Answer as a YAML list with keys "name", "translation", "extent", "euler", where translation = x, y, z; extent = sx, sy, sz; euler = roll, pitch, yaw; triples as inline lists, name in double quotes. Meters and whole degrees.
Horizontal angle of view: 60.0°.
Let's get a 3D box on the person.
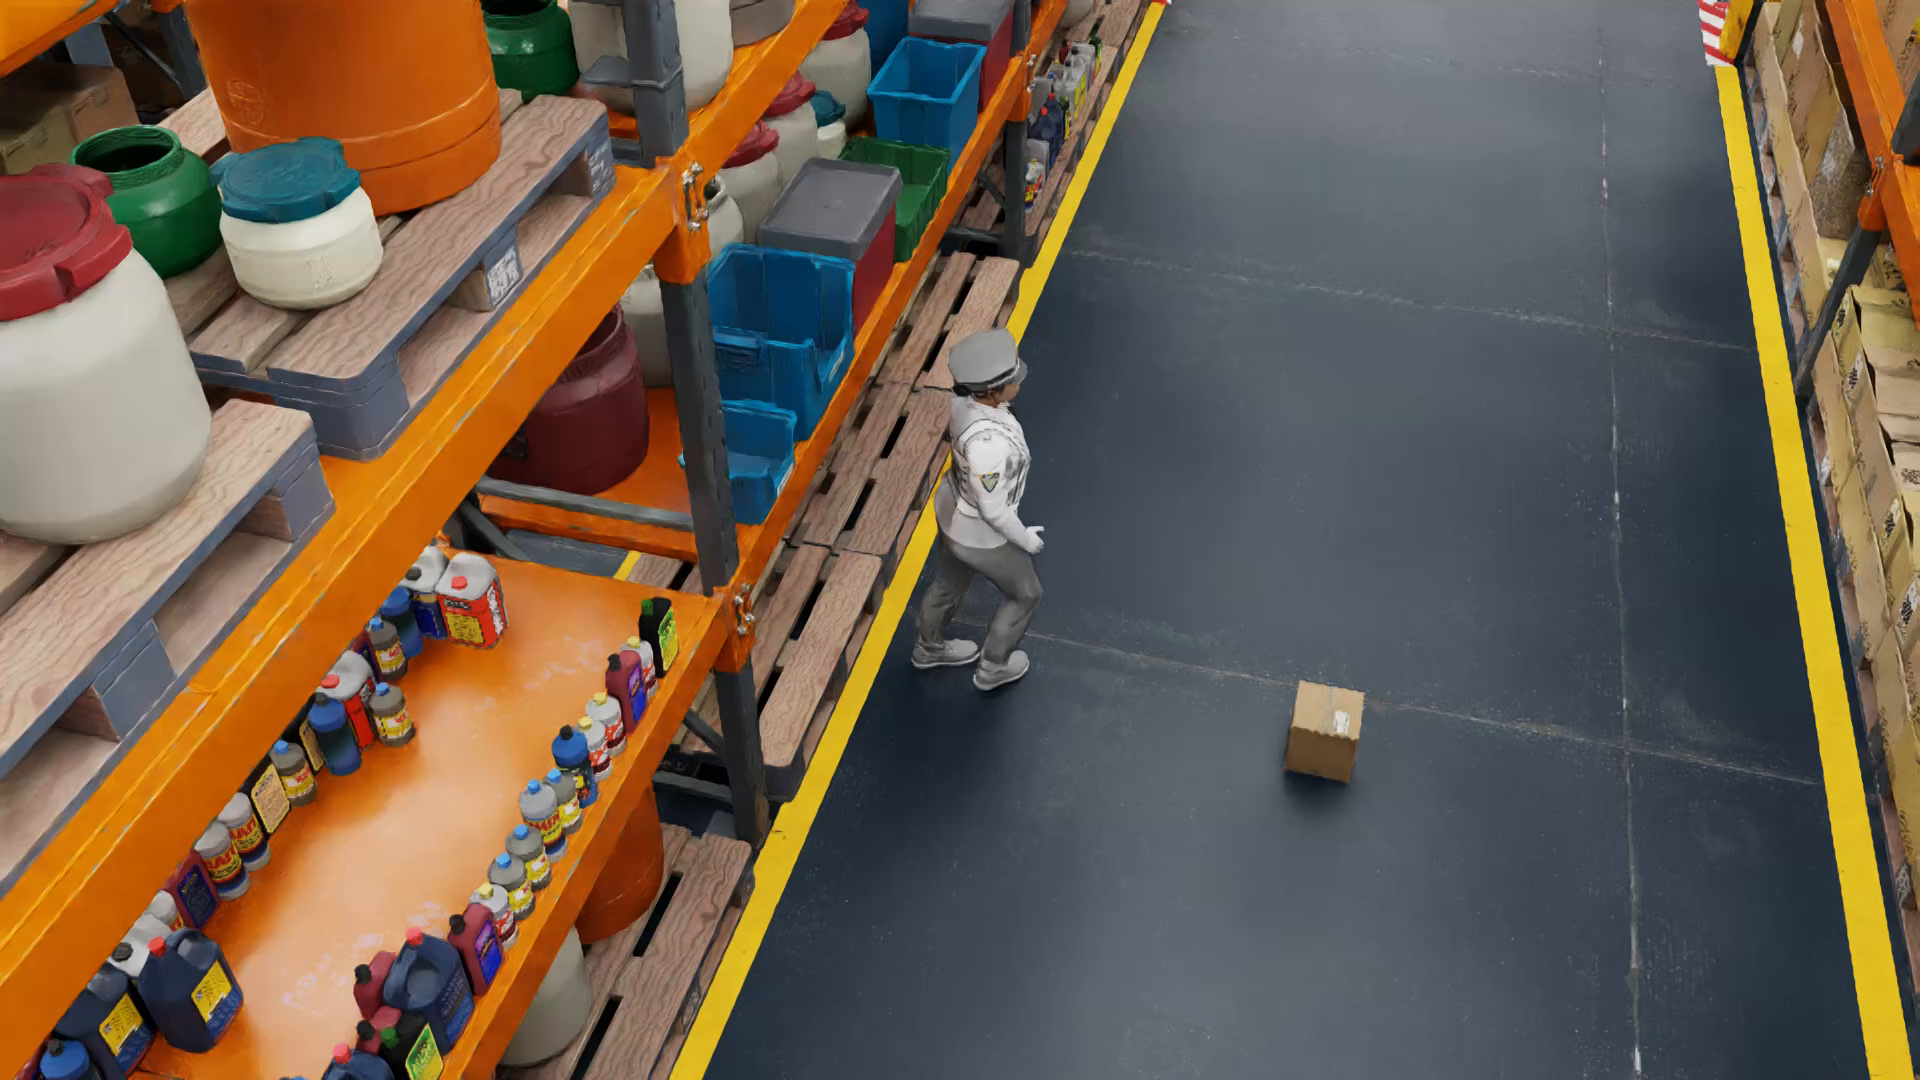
- name: "person"
  translation: [0.064, -0.073, 6.236]
  extent: [0.494, 1.659, 0.489]
  euler: [-7, 42, -8]
